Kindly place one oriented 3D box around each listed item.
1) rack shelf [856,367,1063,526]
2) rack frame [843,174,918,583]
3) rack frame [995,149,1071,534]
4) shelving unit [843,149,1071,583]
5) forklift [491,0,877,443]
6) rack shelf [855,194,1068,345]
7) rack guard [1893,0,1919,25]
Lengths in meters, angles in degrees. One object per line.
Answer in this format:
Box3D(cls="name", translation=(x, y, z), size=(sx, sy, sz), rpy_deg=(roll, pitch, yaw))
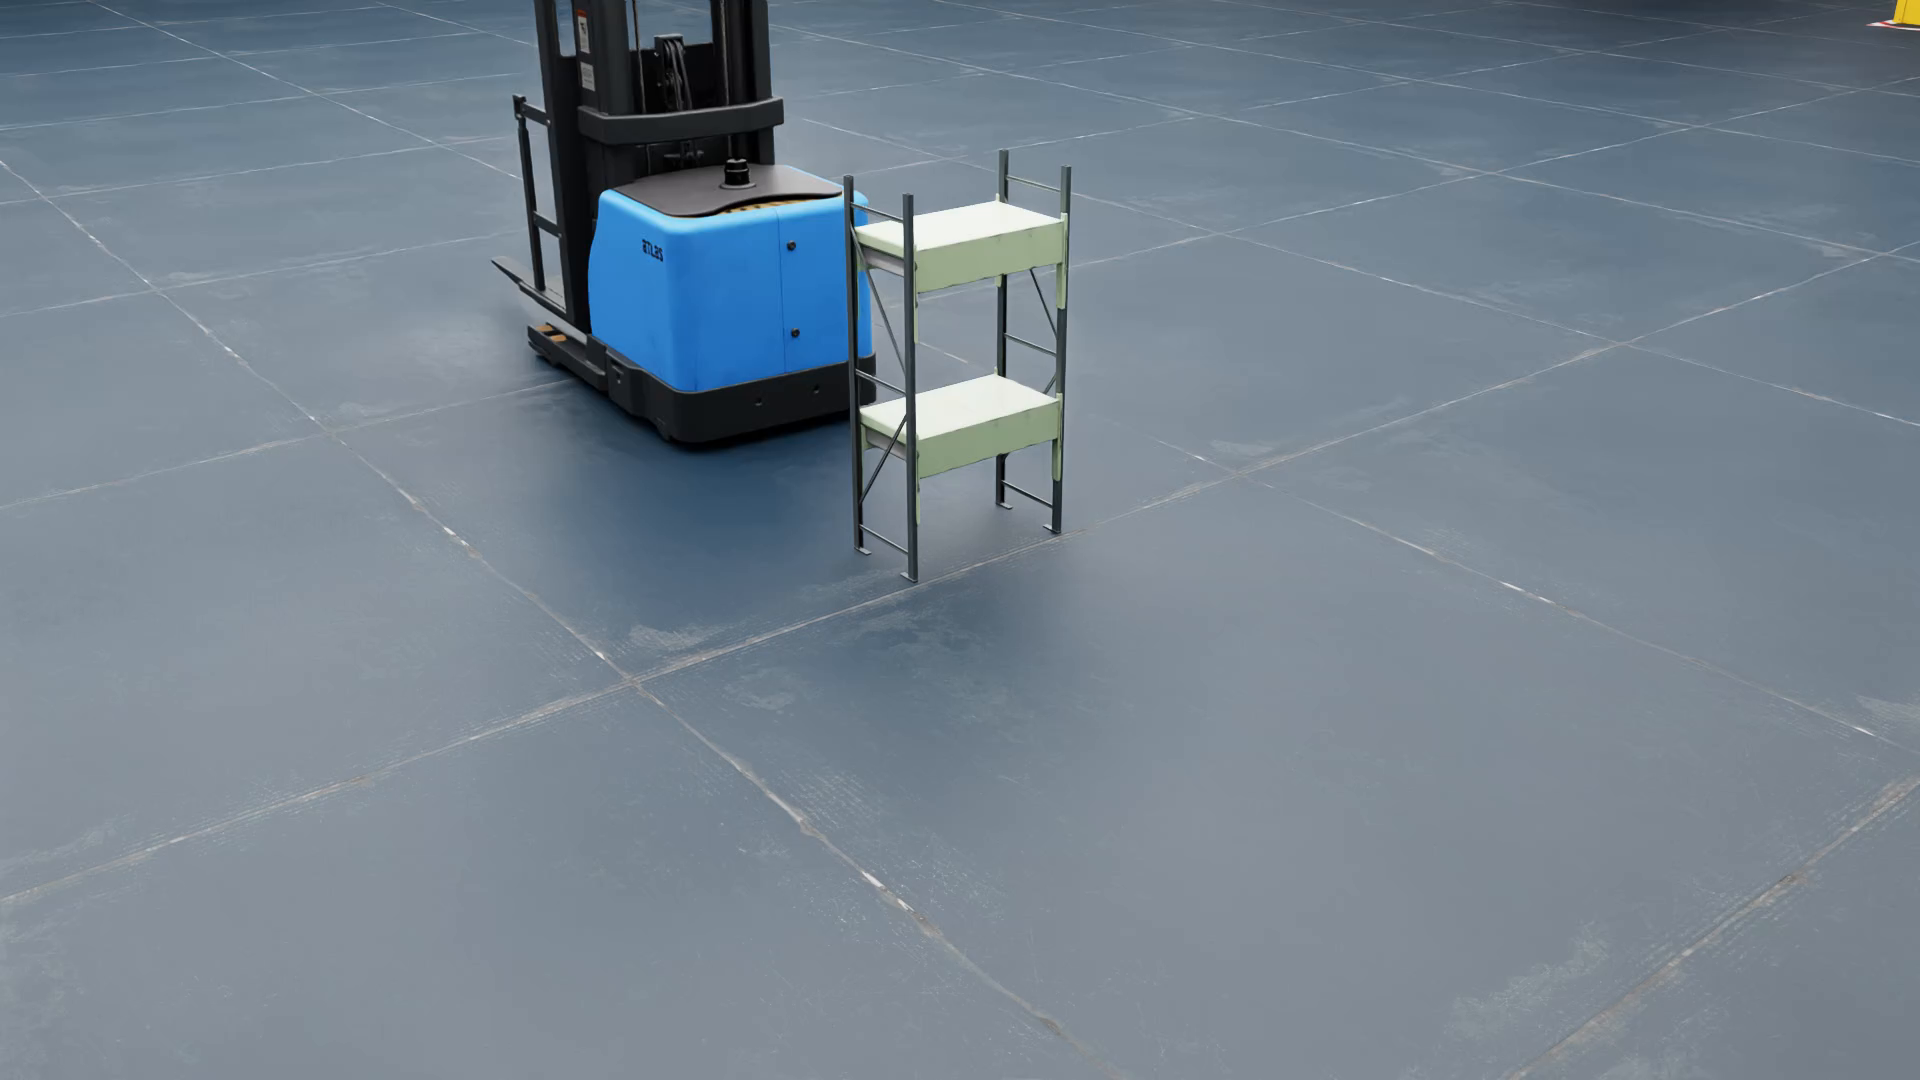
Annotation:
Box3D(cls="rack shelf", translation=(-0.005, -0.383, 6.568), size=(0.720, 0.370, 0.431), rpy_deg=(-18, 31, -34))
Box3D(cls="rack frame", translation=(-0.293, -0.583, 6.226), size=(0.023, 1.500, 0.400), rpy_deg=(-18, 31, -34))
Box3D(cls="rack frame", translation=(0.283, -0.774, 6.635), size=(0.023, 1.500, 0.400), rpy_deg=(-18, 31, -34))
Box3D(cls="shelving unit", translation=(-0.005, -0.679, 6.431), size=(0.755, 1.500, 0.431), rpy_deg=(-18, 31, -34))
Box3D(cls="forklift", translation=(-1.642, -2.339, 8.307), size=(1.130, 2.935, 3.031), rpy_deg=(-16, 29, -30))
Box3D(cls="rack shelf", translation=(-0.005, -1.033, 6.266), size=(0.720, 0.370, 0.431), rpy_deg=(-18, 31, -34))
Box3D(cls="rack guard", translation=(11.984, -6.469, 20.094), size=(0.348, 0.500, 1.175), rpy_deg=(-18, 31, -34))
